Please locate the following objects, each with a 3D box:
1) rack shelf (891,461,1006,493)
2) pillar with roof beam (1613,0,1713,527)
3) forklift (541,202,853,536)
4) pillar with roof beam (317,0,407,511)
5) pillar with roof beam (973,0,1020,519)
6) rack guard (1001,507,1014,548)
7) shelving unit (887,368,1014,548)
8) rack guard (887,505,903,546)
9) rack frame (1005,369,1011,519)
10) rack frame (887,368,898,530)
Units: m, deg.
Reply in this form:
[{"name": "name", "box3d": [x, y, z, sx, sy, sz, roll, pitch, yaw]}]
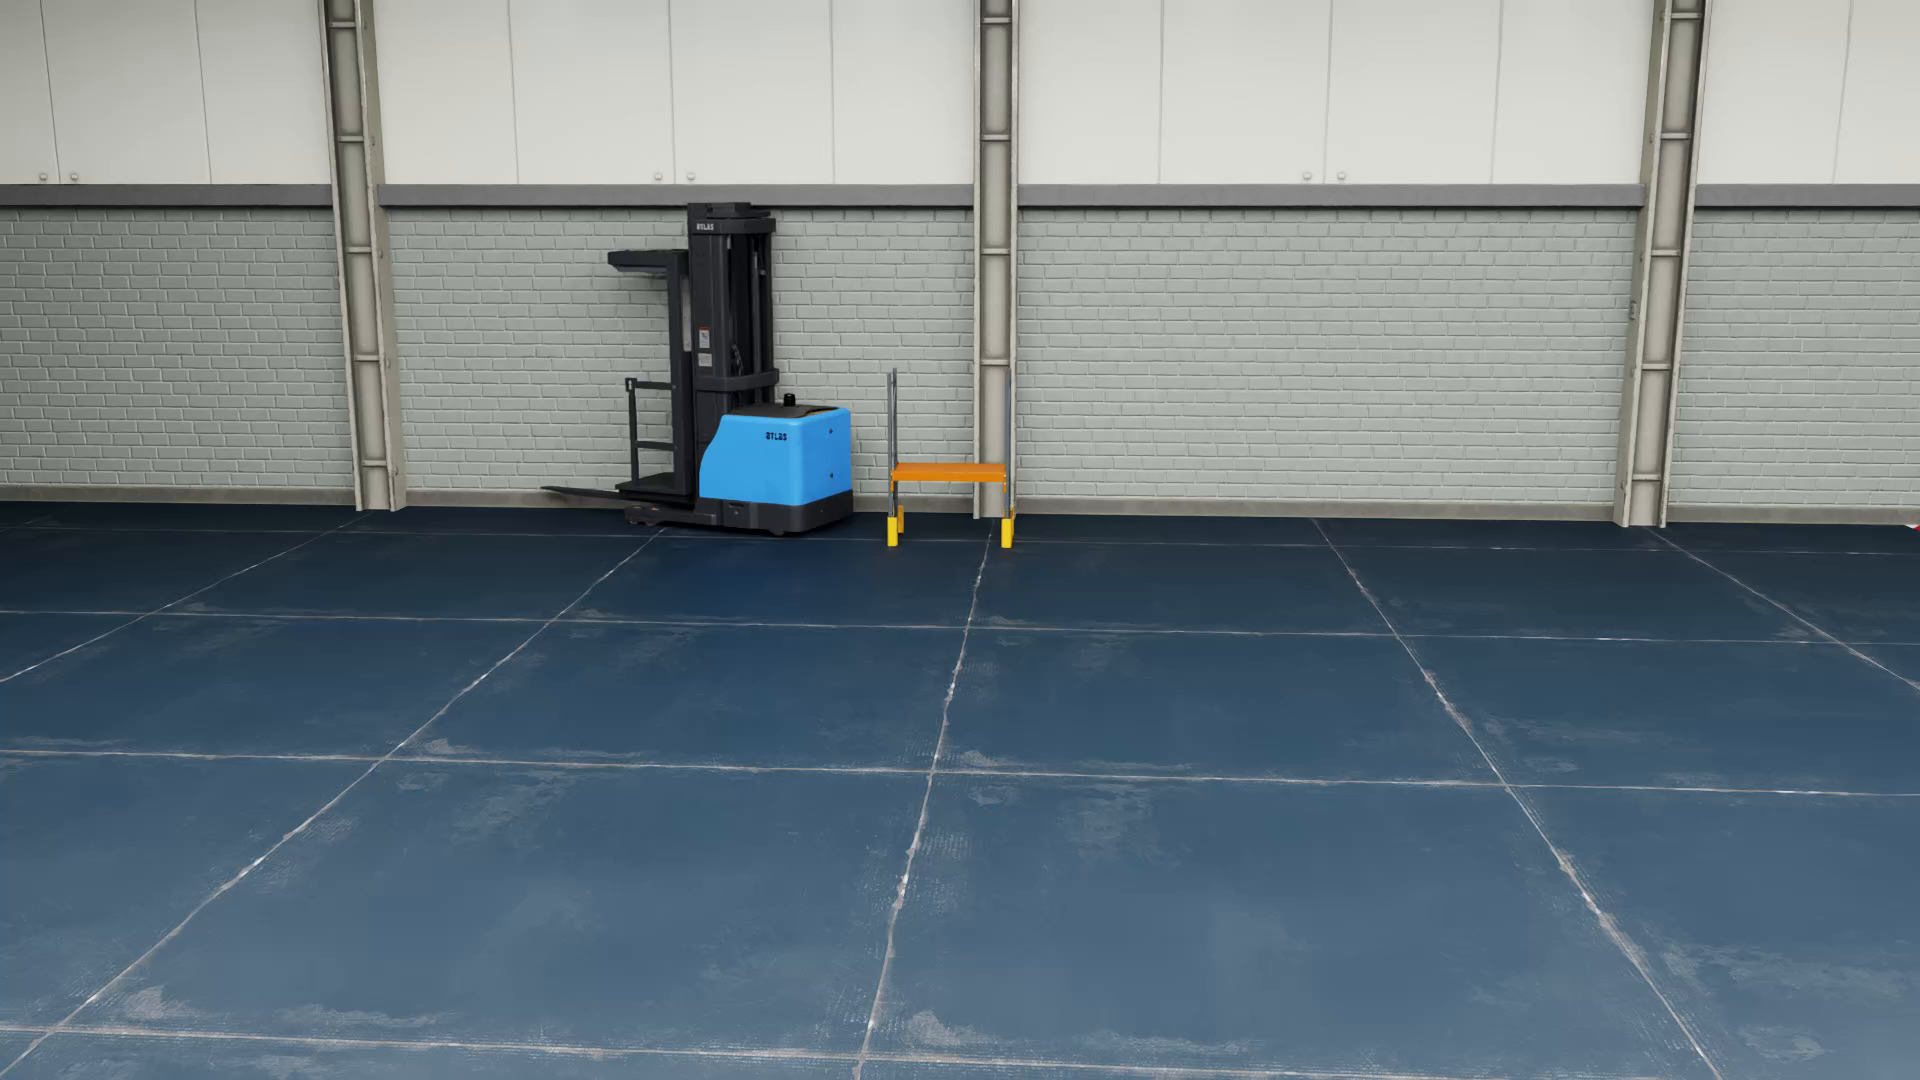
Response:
[{"name": "rack shelf", "box3d": [-0.085, -0.559, 14.657, 1.000, 0.185, 0.538, 1, 12, 4]}, {"name": "pillar with roof beam", "box3d": [6.031, -3.675, 10.357, 0.400, 9.000, 9.100, 1, 12, 4]}, {"name": "forklift", "box3d": [-2.557, -1.654, 15.519, 3.031, 2.935, 1.130, 6, 13, 25]}, {"name": "pillar with roof beam", "box3d": [-5.942, -3.839, 11.142, 0.400, 9.000, 9.100, 1, 12, 4]}, {"name": "pillar with roof beam", "box3d": [0.044, -3.757, 10.749, 0.400, 9.000, 9.100, 1, 12, 4]}, {"name": "rack guard", "box3d": [0.421, -0.117, 14.715, 0.087, 0.250, 0.587, 1, 12, 4]}, {"name": "shelving unit", "box3d": [-0.076, -0.735, 14.619, 1.083, 1.500, 0.587, 1, 12, 4]}, {"name": "rack guard", "box3d": [-0.573, -0.130, 14.780, 0.087, 0.250, 0.587, 1, 12, 4]}, {"name": "rack frame", "box3d": [0.422, -0.728, 14.587, 0.032, 1.500, 0.500, 1, 12, 4]}, {"name": "rack frame", "box3d": [-0.592, -0.742, 14.653, 0.032, 1.500, 0.500, 1, 12, 4]}]
